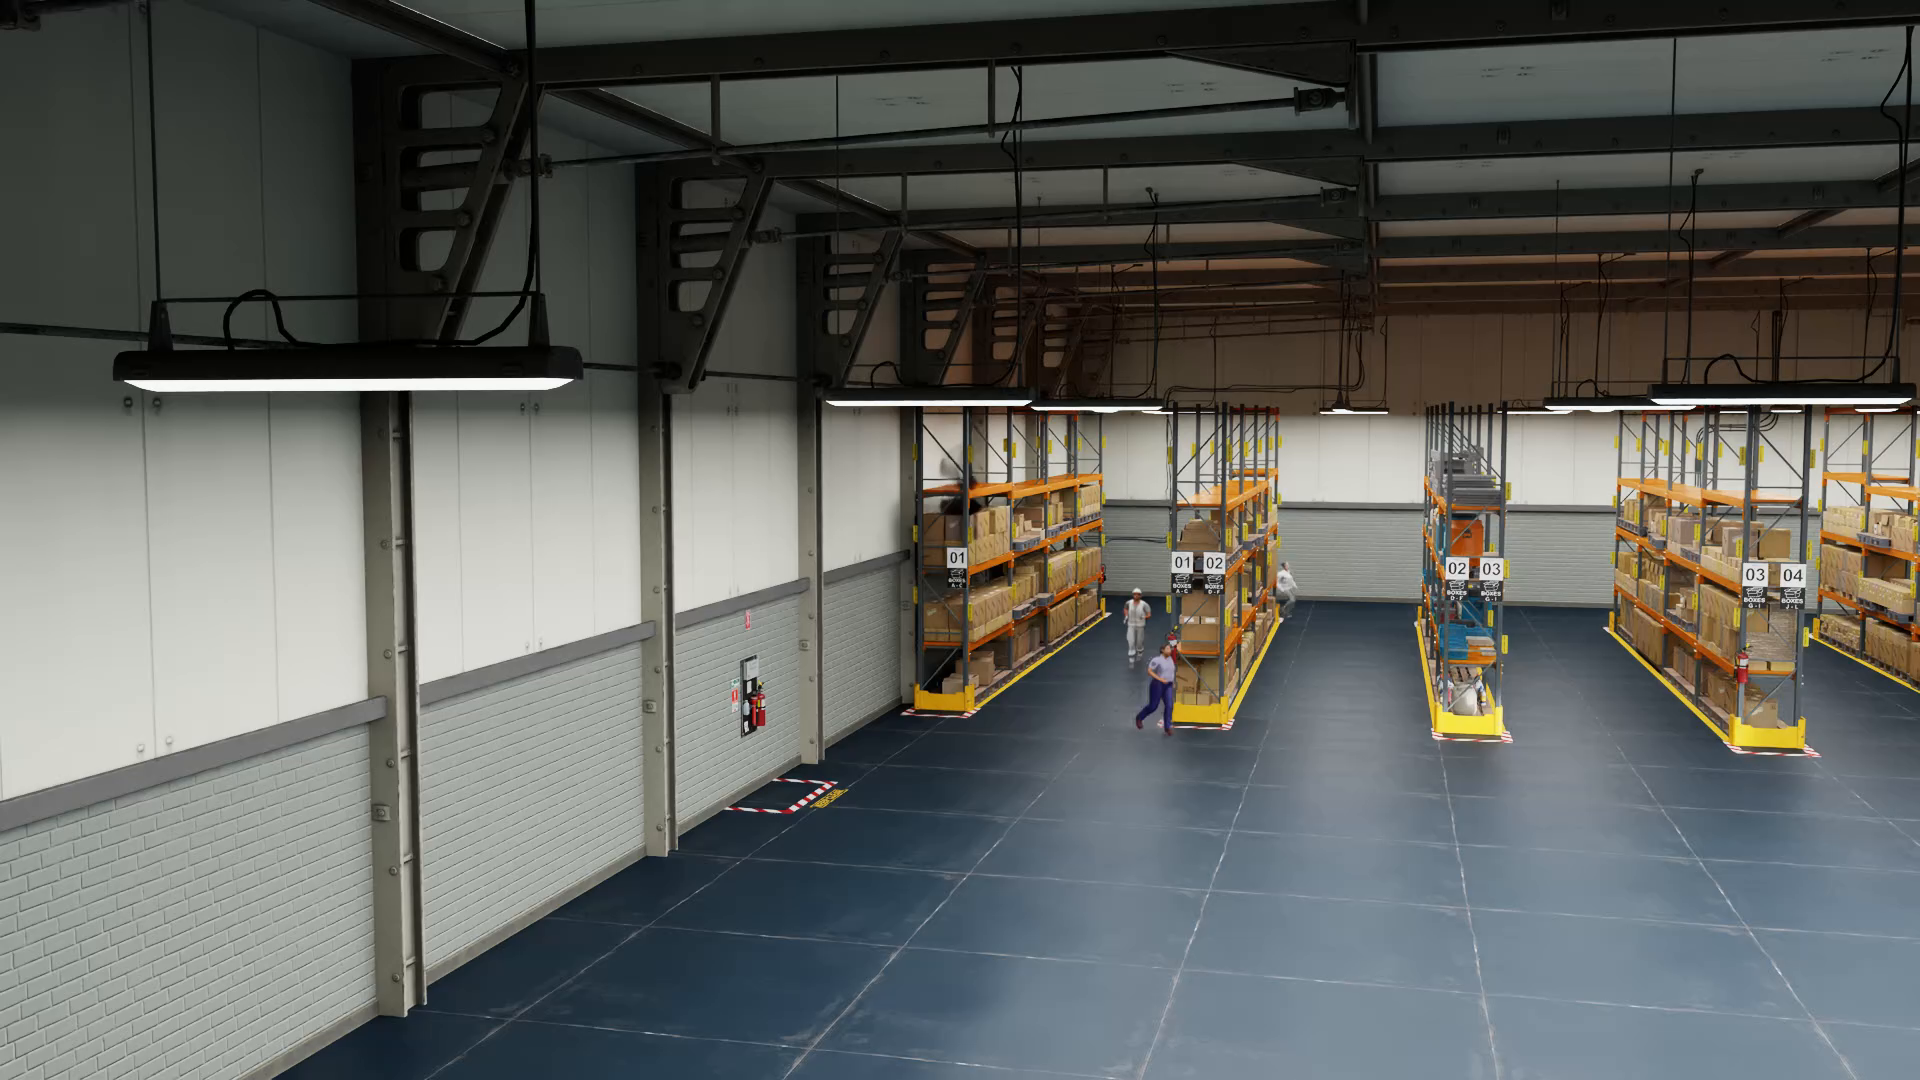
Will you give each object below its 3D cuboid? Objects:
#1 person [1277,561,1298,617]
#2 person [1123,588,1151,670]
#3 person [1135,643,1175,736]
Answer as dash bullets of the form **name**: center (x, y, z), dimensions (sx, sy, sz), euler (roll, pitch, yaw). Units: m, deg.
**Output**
- **person**: center (9.340, 1.410, 47.426), dimensions (0.512, 1.639, 0.673), euler (4, 6, 44)
- **person**: center (4.039, 2.003, 38.029), dimensions (0.651, 1.805, 0.983), euler (1, 4, 13)
- **person**: center (3.679, 2.726, 30.148), dimensions (0.691, 1.540, 0.925), euler (-3, 5, -33)
